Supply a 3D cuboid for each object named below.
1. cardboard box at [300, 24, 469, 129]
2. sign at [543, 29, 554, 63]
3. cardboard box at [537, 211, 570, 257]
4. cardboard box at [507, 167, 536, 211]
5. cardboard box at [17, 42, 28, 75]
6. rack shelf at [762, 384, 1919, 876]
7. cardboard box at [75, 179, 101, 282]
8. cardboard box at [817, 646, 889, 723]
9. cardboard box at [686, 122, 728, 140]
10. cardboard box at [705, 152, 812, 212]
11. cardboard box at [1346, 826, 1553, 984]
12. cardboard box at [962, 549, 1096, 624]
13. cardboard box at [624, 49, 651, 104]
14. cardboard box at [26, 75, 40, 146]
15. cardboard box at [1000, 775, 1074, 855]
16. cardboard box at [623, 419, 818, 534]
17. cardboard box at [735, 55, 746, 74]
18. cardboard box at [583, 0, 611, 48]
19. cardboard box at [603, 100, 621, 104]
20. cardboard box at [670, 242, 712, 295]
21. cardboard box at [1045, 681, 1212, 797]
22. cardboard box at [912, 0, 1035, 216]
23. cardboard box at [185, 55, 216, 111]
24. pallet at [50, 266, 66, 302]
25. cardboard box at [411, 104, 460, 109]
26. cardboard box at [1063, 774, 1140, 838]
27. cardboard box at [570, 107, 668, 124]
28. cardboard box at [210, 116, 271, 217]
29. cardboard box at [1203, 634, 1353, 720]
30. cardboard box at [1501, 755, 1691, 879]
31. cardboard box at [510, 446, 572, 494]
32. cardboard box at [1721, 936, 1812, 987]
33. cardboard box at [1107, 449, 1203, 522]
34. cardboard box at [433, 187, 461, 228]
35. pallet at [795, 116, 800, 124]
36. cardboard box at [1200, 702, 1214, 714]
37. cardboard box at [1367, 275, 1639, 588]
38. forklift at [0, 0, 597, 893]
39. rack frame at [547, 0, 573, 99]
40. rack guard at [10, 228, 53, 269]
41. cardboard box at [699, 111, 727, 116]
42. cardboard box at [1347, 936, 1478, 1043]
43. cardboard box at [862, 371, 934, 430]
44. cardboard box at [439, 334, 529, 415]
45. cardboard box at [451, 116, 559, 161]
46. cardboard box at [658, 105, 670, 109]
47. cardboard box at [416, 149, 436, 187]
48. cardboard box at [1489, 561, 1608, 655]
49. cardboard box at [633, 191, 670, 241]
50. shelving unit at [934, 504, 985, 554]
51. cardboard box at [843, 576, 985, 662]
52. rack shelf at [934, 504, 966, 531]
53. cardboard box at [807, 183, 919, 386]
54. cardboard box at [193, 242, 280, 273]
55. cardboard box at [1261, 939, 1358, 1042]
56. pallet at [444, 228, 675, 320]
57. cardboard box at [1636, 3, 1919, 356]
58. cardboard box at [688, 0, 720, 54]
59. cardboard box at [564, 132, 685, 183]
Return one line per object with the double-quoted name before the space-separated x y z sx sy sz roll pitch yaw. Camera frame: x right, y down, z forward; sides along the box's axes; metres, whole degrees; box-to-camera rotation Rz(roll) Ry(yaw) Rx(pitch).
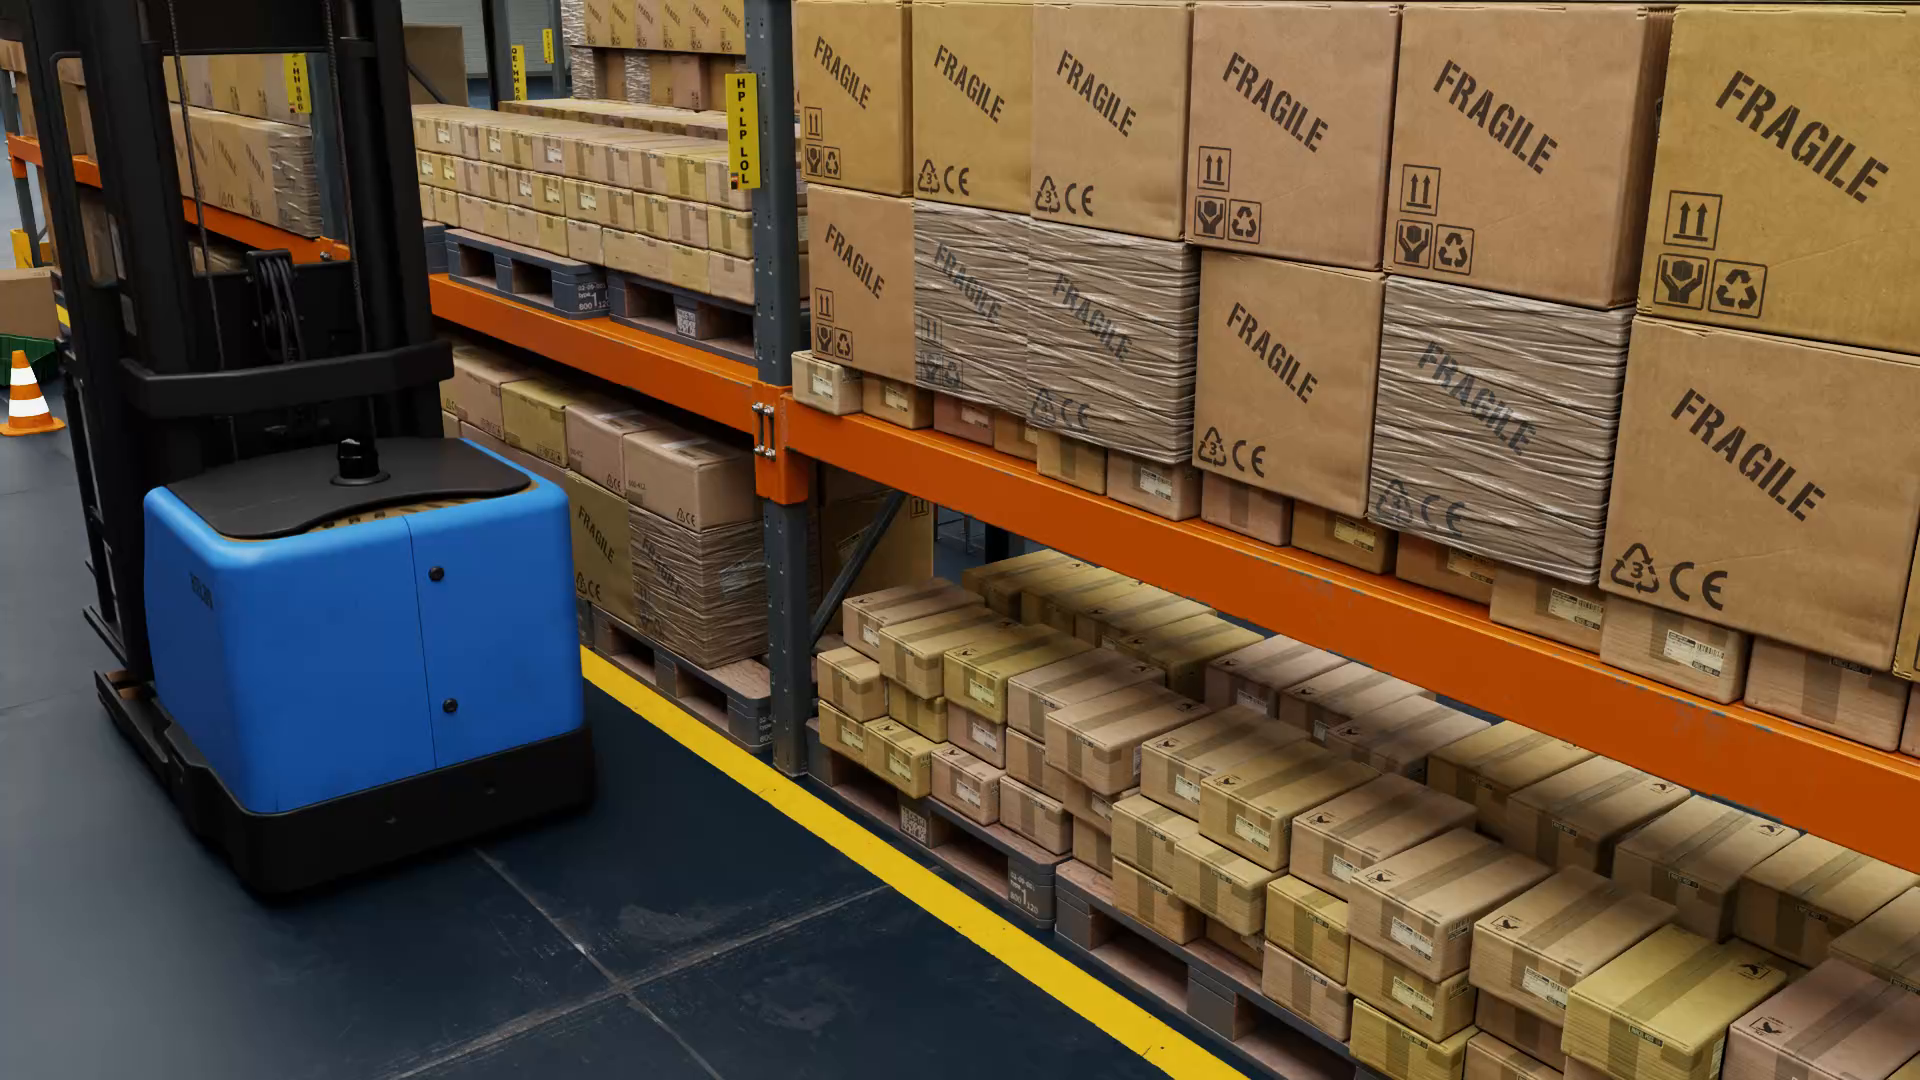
"cardboard box" -2.951 -2.364 8.481 0.700 0.500 0.500 -14 23 -36
"sign" -4.121 -4.949 16.660 0.100 0.325 0.005 -14 23 -36
"cardboard box" -1.409 -1.204 6.457 0.380 0.149 0.250 -13 22 -34
"cardboard box" -1.566 -1.410 6.607 0.380 0.149 0.250 -13 22 -34
"cardboard box" -6.792 -3.904 12.923 0.875 0.550 0.550 -14 23 -36
"rack shelf" 1.045 0.090 3.962 1.077 0.370 4.000 -14 23 -36
"cardboard box" -6.626 -2.521 13.416 0.875 0.875 0.875 -14 23 -37
"cardboard box" -0.222 0.421 5.214 0.380 0.149 0.250 -13 22 -34
"cardboard box" -0.884 -1.612 6.743 0.380 0.149 0.250 -13 22 -34
"cardboard box" -0.599 -1.167 5.401 0.380 0.149 0.250 -13 22 -34
"cardboard box" 1.067 0.789 3.630 0.380 0.149 0.250 -13 22 -34
"cardboard box" 0.229 0.165 5.515 0.380 0.149 0.250 -13 22 -35
"cardboard box" -2.695 -4.460 15.929 0.875 0.500 0.500 -14 23 -36
"cardboard box" -6.773 -3.396 13.107 0.875 0.550 0.550 -14 23 -36
"cardboard box" 0.335 0.732 4.747 0.380 0.149 0.250 -15 23 -37
"cardboard box" -0.857 -0.247 5.952 0.500 0.250 0.500 -15 23 -38
"cardboard box" -1.444 -3.970 14.448 0.875 0.500 0.500 -14 23 -36
"cardboard box" -3.263 -4.994 15.950 0.500 0.500 0.500 -14 23 -36
"cardboard box" -3.251 -4.221 16.236 0.380 0.149 0.250 -14 23 -36
"cardboard box" -0.760 -0.947 5.683 0.380 0.149 0.250 -14 23 -36
"cardboard box" 0.449 0.524 4.430 0.380 0.149 0.250 -13 23 -35
"cardboard box" 0.227 -1.124 4.262 0.500 0.500 0.500 -15 23 -38
"cardboard box" -4.216 -2.865 9.994 0.700 0.500 0.500 -14 23 -36
"pallet" -7.089 -2.195 14.157 1.003 0.211 1.213 -14 23 -36
"cardboard box" -2.542 -1.939 7.733 0.380 0.149 0.250 -14 23 -36
"cardboard box" 0.503 0.658 4.498 0.380 0.149 0.250 -13 22 -34
"cardboard box" -1.531 -1.869 7.520 0.380 0.149 0.250 -13 22 -35
"cardboard box" -3.789 -2.082 9.219 0.500 0.500 0.500 -14 23 -37
"cardboard box" 0.919 0.408 4.781 0.380 0.149 0.250 -15 24 -39
"cardboard box" 1.523 0.671 3.984 0.380 0.149 0.250 -13 22 -34
"cardboard box" -1.487 -0.144 6.833 0.500 0.500 0.500 -15 23 -37
"cardboard box" 1.816 0.954 3.604 0.380 0.149 0.250 -14 23 -35
"cardboard box" 0.579 -0.176 4.022 0.380 0.149 0.250 -13 22 -34
"cardboard box" -2.057 -1.461 7.235 0.380 0.149 0.250 -13 22 -34
"pallet" -0.852 -3.351 13.515 1.003 0.211 1.213 -14 23 -36
"cardboard box" 0.859 0.551 4.820 0.380 0.149 0.250 -13 23 -35
"cardboard box" 1.168 -0.258 3.239 0.500 0.500 0.500 -14 23 -36
"forklift" -2.449 -0.799 5.613 1.130 2.935 3.031 -14 23 -36
"rack frame" -3.696 -4.644 17.116 1.000 3.000 0.127 -14 23 -36
"rack guard" -7.662 -2.520 14.678 1.175 0.500 0.348 -14 23 -36
"cardboard box" -2.075 -3.711 14.699 0.380 0.149 0.250 -14 23 -36
"cardboard box" 1.080 0.927 3.684 0.380 0.149 0.250 -14 23 -35
"cardboard box" -0.058 -0.442 4.825 0.380 0.149 0.250 -13 22 -35
"cardboard box" -2.127 -0.756 7.490 0.500 0.250 0.500 -14 23 -37
"cardboard box" -1.894 -1.682 6.955 0.380 0.149 0.250 -13 22 -34
"cardboard box" -2.592 -3.984 15.521 0.380 0.149 0.250 -14 23 -36
"cardboard box" -2.199 -1.661 7.365 0.380 0.149 0.250 -15 23 -38
"cardboard box" 1.254 0.079 3.251 0.380 0.149 0.250 -15 24 -38
"cardboard box" -0.914 -1.151 5.825 0.380 0.149 0.250 -13 22 -34
"shelving unit" 0.033 -0.485 7.658 0.215 1.050 0.252 -14 23 -36
"cardboard box" -0.145 0.253 5.247 0.380 0.149 0.250 -13 22 -34
"rack shelf" 0.033 -0.211 7.748 0.215 0.259 0.240 -14 23 -36
"cardboard box" -0.086 -0.761 4.758 0.500 0.500 0.500 -14 23 -37
"cardboard box" -4.112 -1.473 10.449 1.050 0.750 0.750 -14 23 -36
"cardboard box" 0.936 1.001 3.935 0.380 0.149 0.250 -13 23 -35
"pallet" -1.419 -1.159 6.895 1.003 0.211 1.213 -14 23 -36
"cardboard box" 1.494 -0.611 2.712 0.500 0.500 0.500 -15 23 -38
"cardboard box" -2.019 -4.502 14.463 0.500 0.500 0.500 -14 23 -36
"cardboard box" -1.238 -1.423 6.174 0.380 0.149 0.250 -15 23 -38
